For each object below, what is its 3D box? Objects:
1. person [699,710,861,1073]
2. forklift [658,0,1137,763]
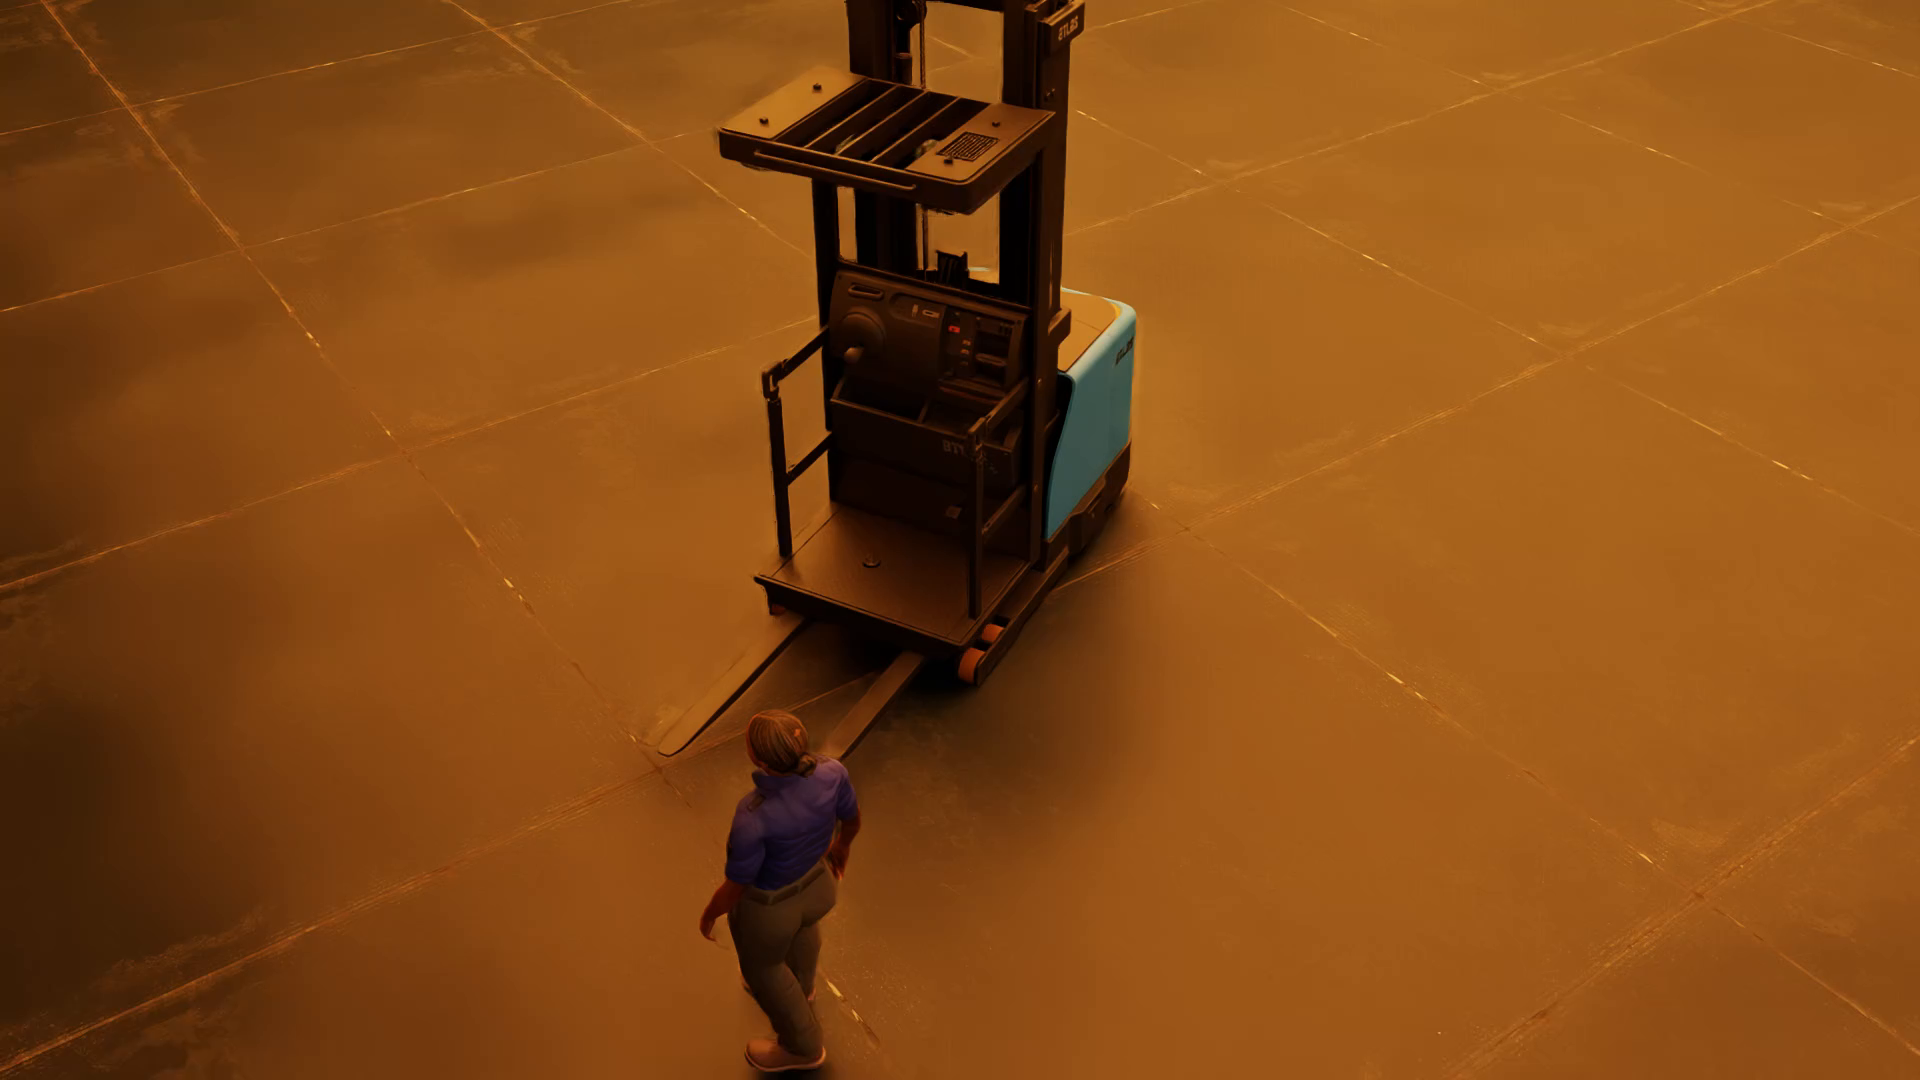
[{"bbox_3d":[-0.646,1.110,5.552,0.580,1.646,0.575,-30,46,-34],"label":"person"},{"bbox_3d":[-0.249,-0.830,7.067,1.130,2.935,3.031,17,40,22],"label":"forklift"}]
